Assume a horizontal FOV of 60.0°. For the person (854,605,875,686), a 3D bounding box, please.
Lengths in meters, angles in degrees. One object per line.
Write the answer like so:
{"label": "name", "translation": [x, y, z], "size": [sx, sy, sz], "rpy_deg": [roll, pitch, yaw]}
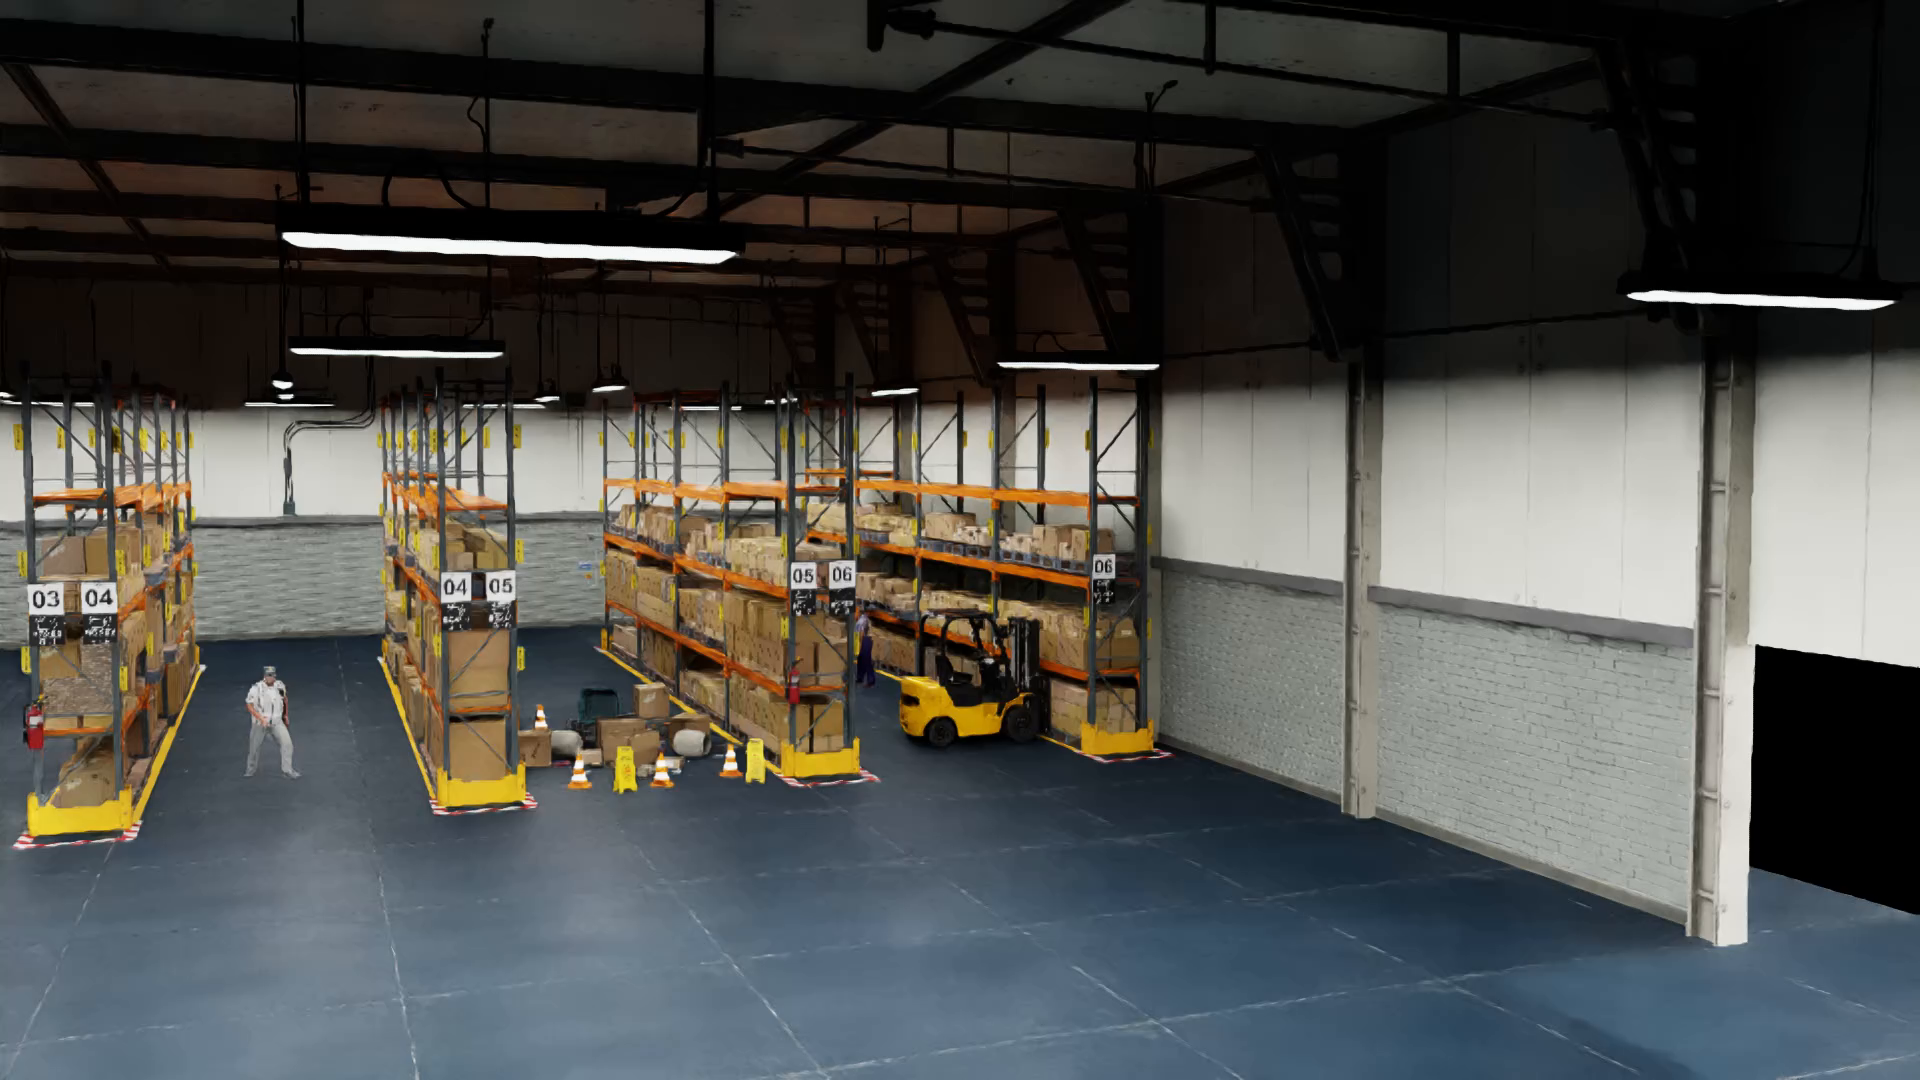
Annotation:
{"label": "person", "translation": [-1.997, 2.132, 33.874], "size": [0.564, 1.639, 0.596], "rpy_deg": [0, 3, 1]}

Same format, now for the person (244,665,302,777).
{"label": "person", "translation": [-10.211, 2.668, 24.579], "size": [0.700, 1.690, 0.863], "rpy_deg": [-3, 4, -39]}
